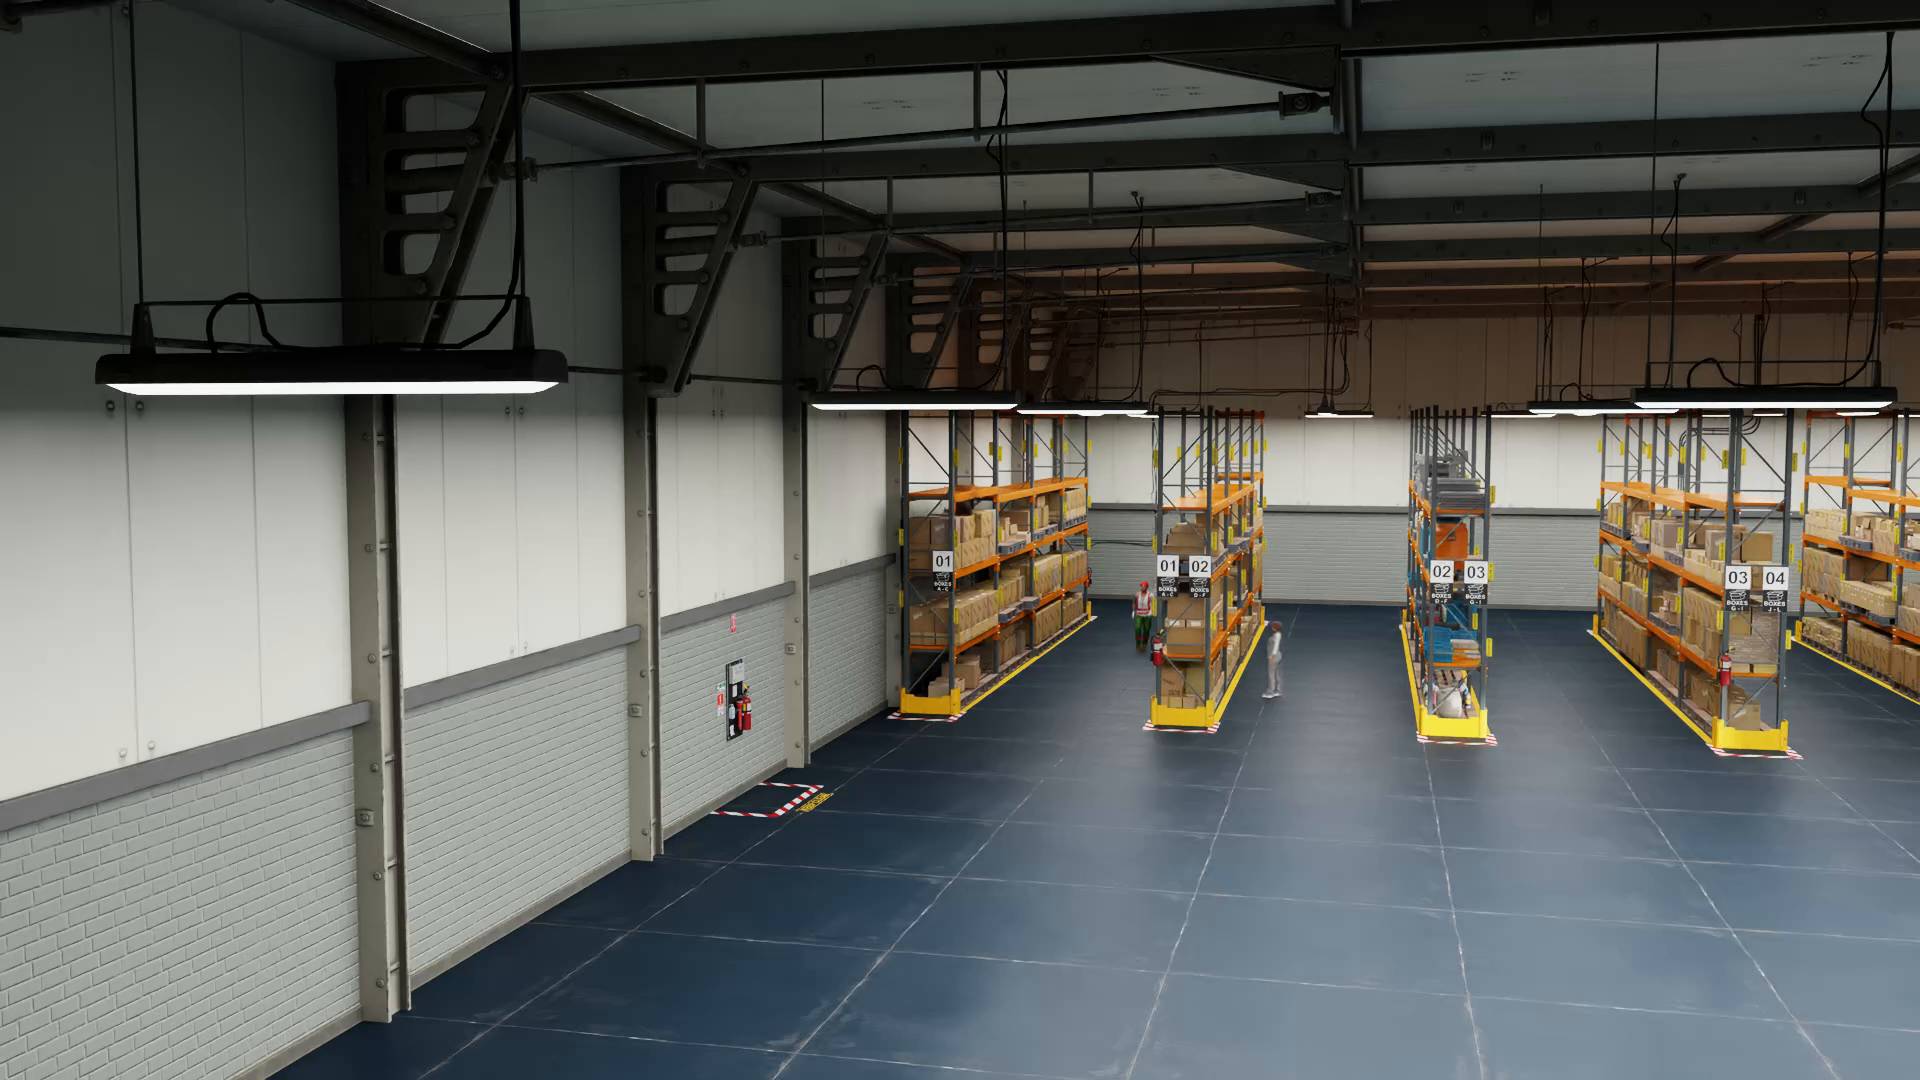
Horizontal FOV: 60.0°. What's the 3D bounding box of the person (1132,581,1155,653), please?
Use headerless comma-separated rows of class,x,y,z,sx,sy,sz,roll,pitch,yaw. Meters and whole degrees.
person,4.568,1.918,41.383,0.615,1.813,0.877,1,4,14

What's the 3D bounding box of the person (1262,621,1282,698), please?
person,6.446,2.464,34.357,0.394,1.598,0.487,1,4,17
